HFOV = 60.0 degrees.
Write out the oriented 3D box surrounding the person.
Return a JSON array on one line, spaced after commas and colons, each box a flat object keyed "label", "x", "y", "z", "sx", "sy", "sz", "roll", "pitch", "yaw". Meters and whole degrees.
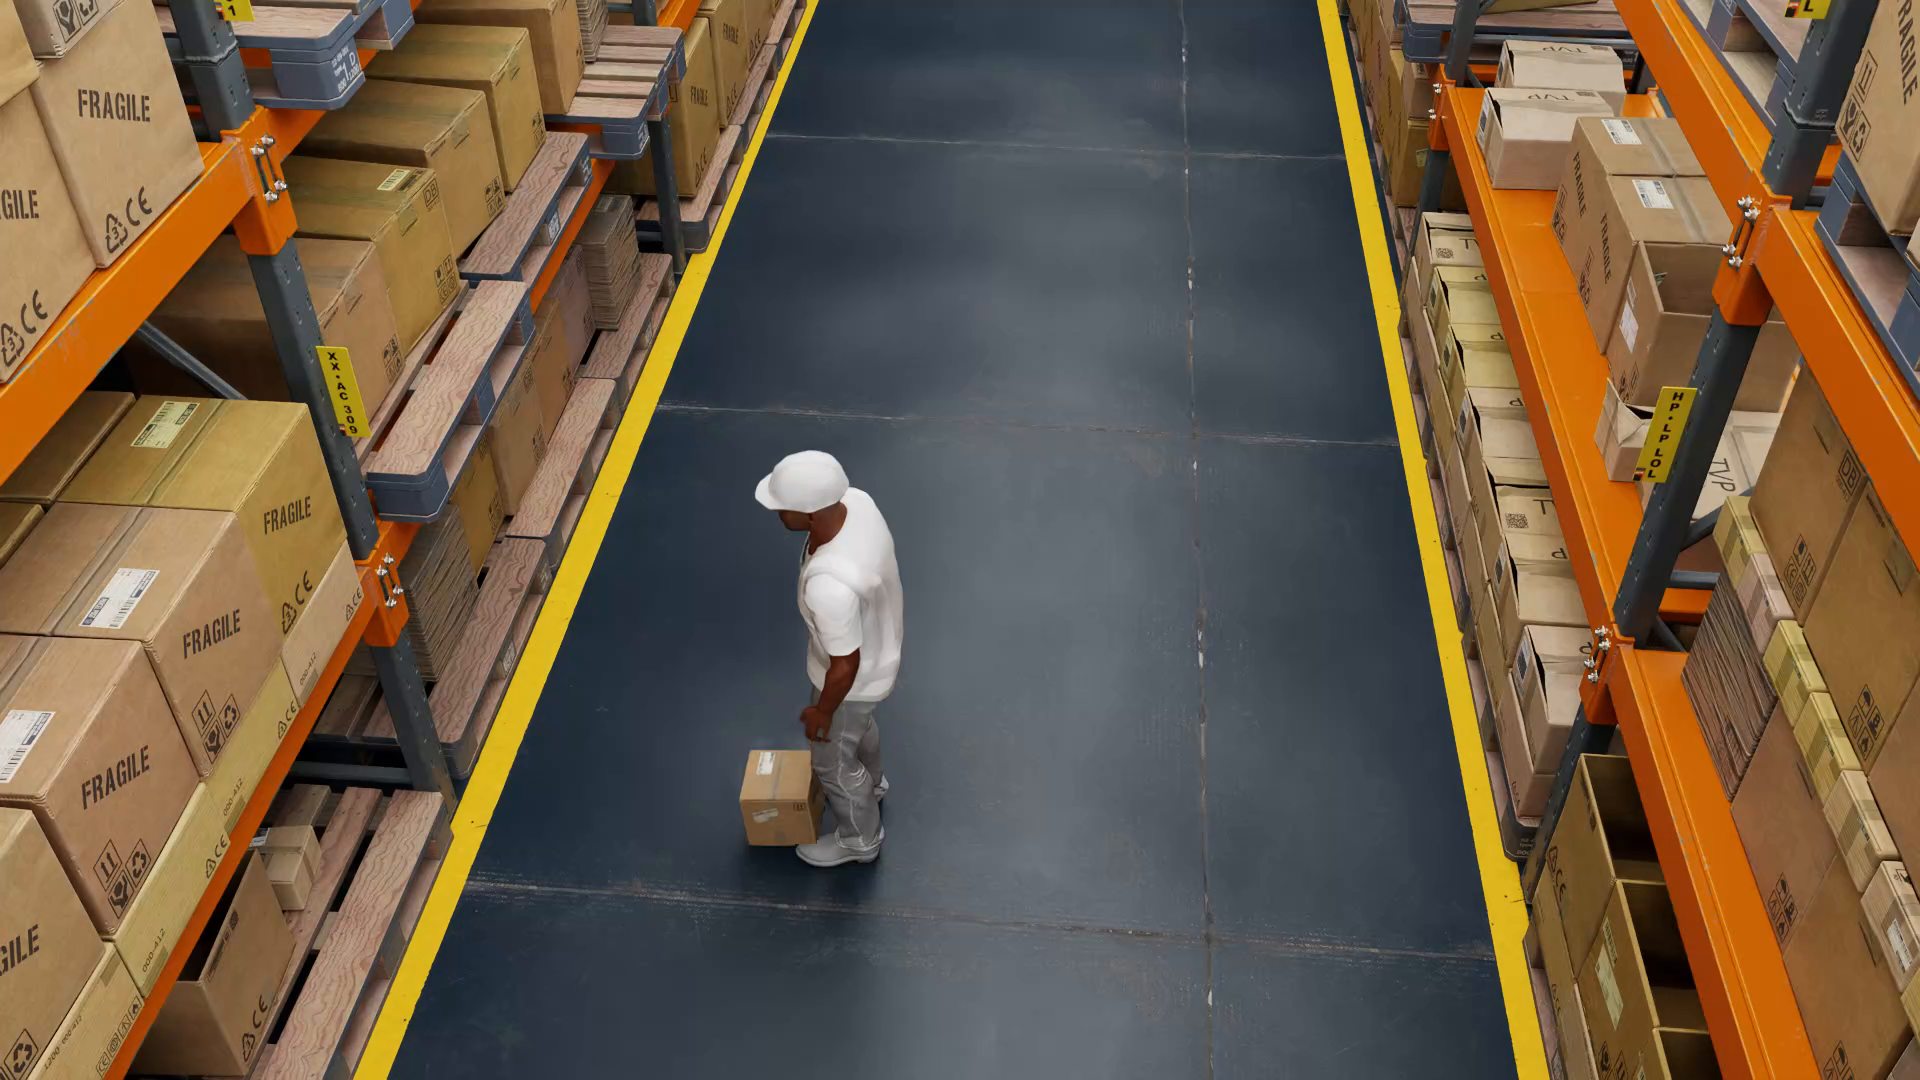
[{"label": "person", "x": -0.411, "y": 0.406, "z": 5.654, "sx": 0.449, "sy": 1.762, "sz": 0.606, "roll": 2, "pitch": 40, "yaw": 2}]
